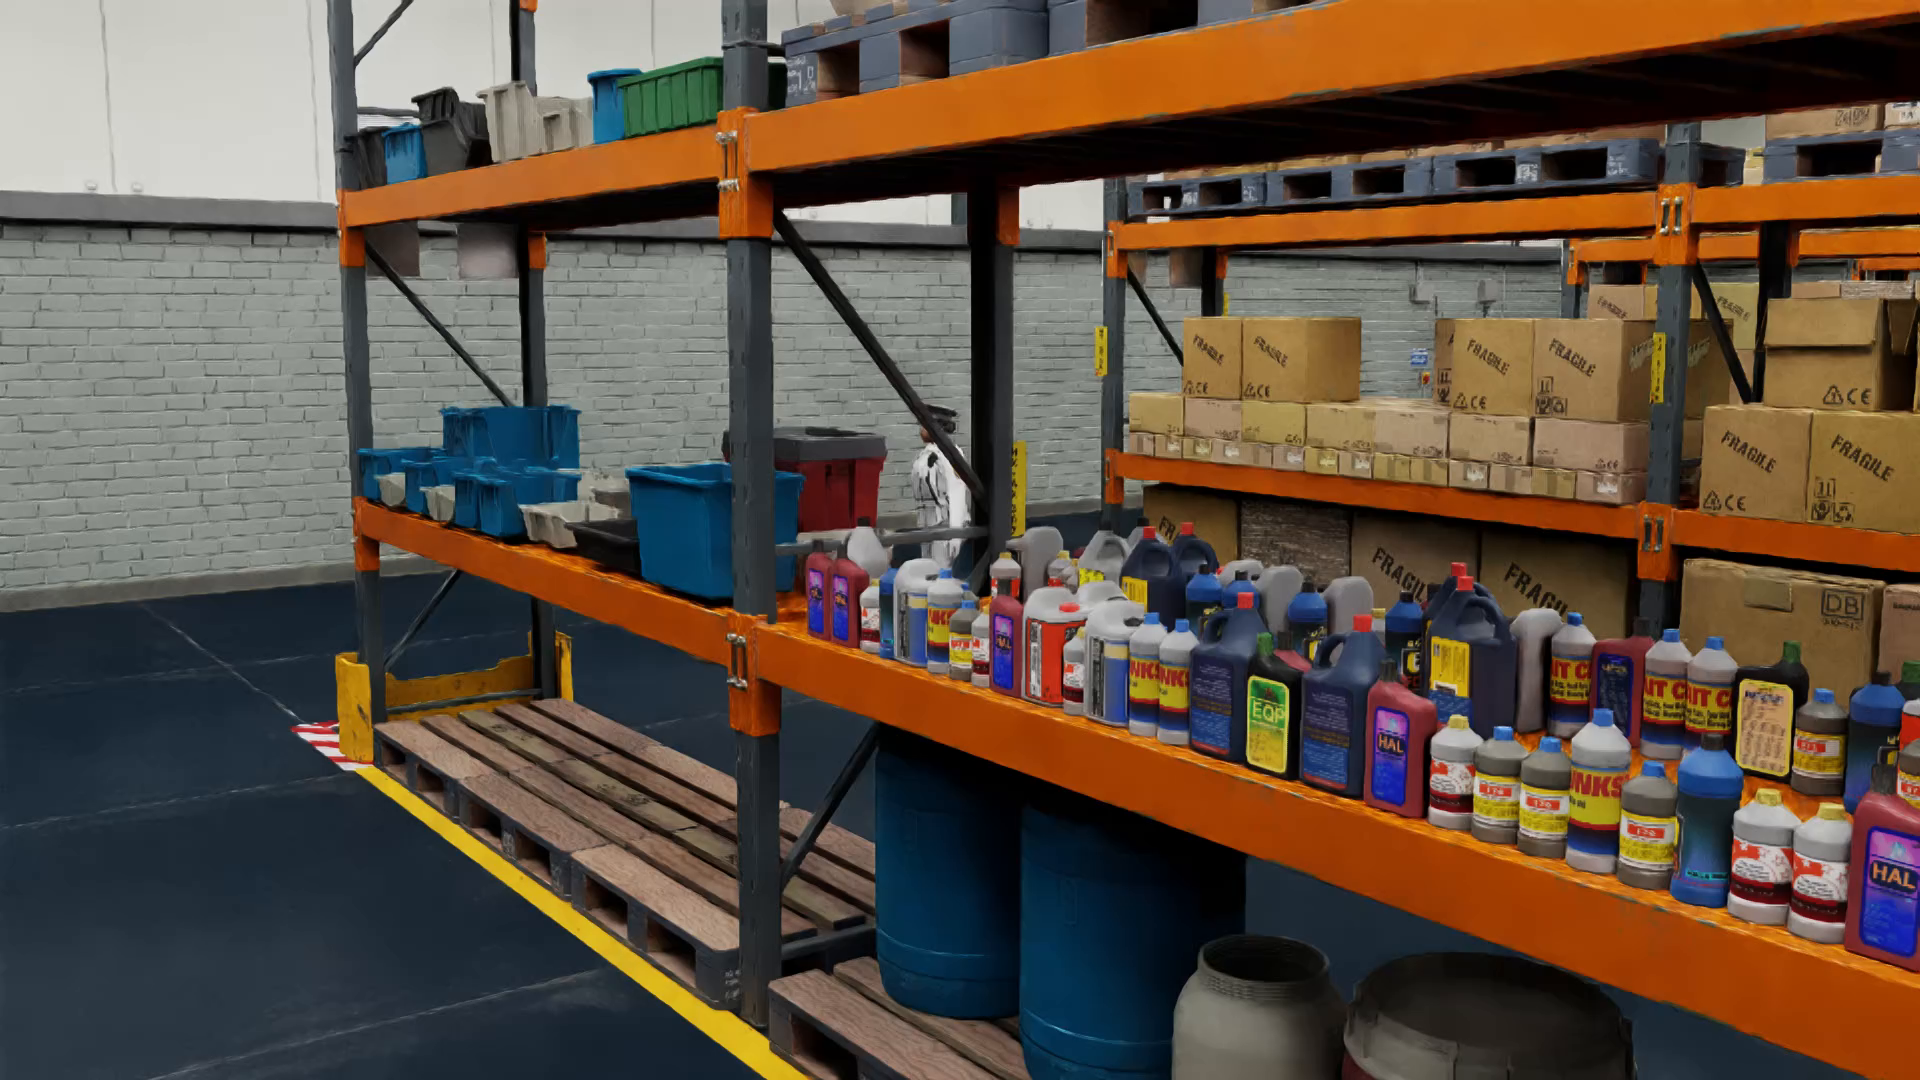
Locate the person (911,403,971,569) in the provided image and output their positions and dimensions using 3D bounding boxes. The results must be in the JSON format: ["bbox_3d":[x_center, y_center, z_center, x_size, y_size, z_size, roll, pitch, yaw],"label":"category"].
[{"bbox_3d":[-0.117,-0.036,10.619,0.407,1.658,0.626,-6,10,-35],"label":"person"}]
